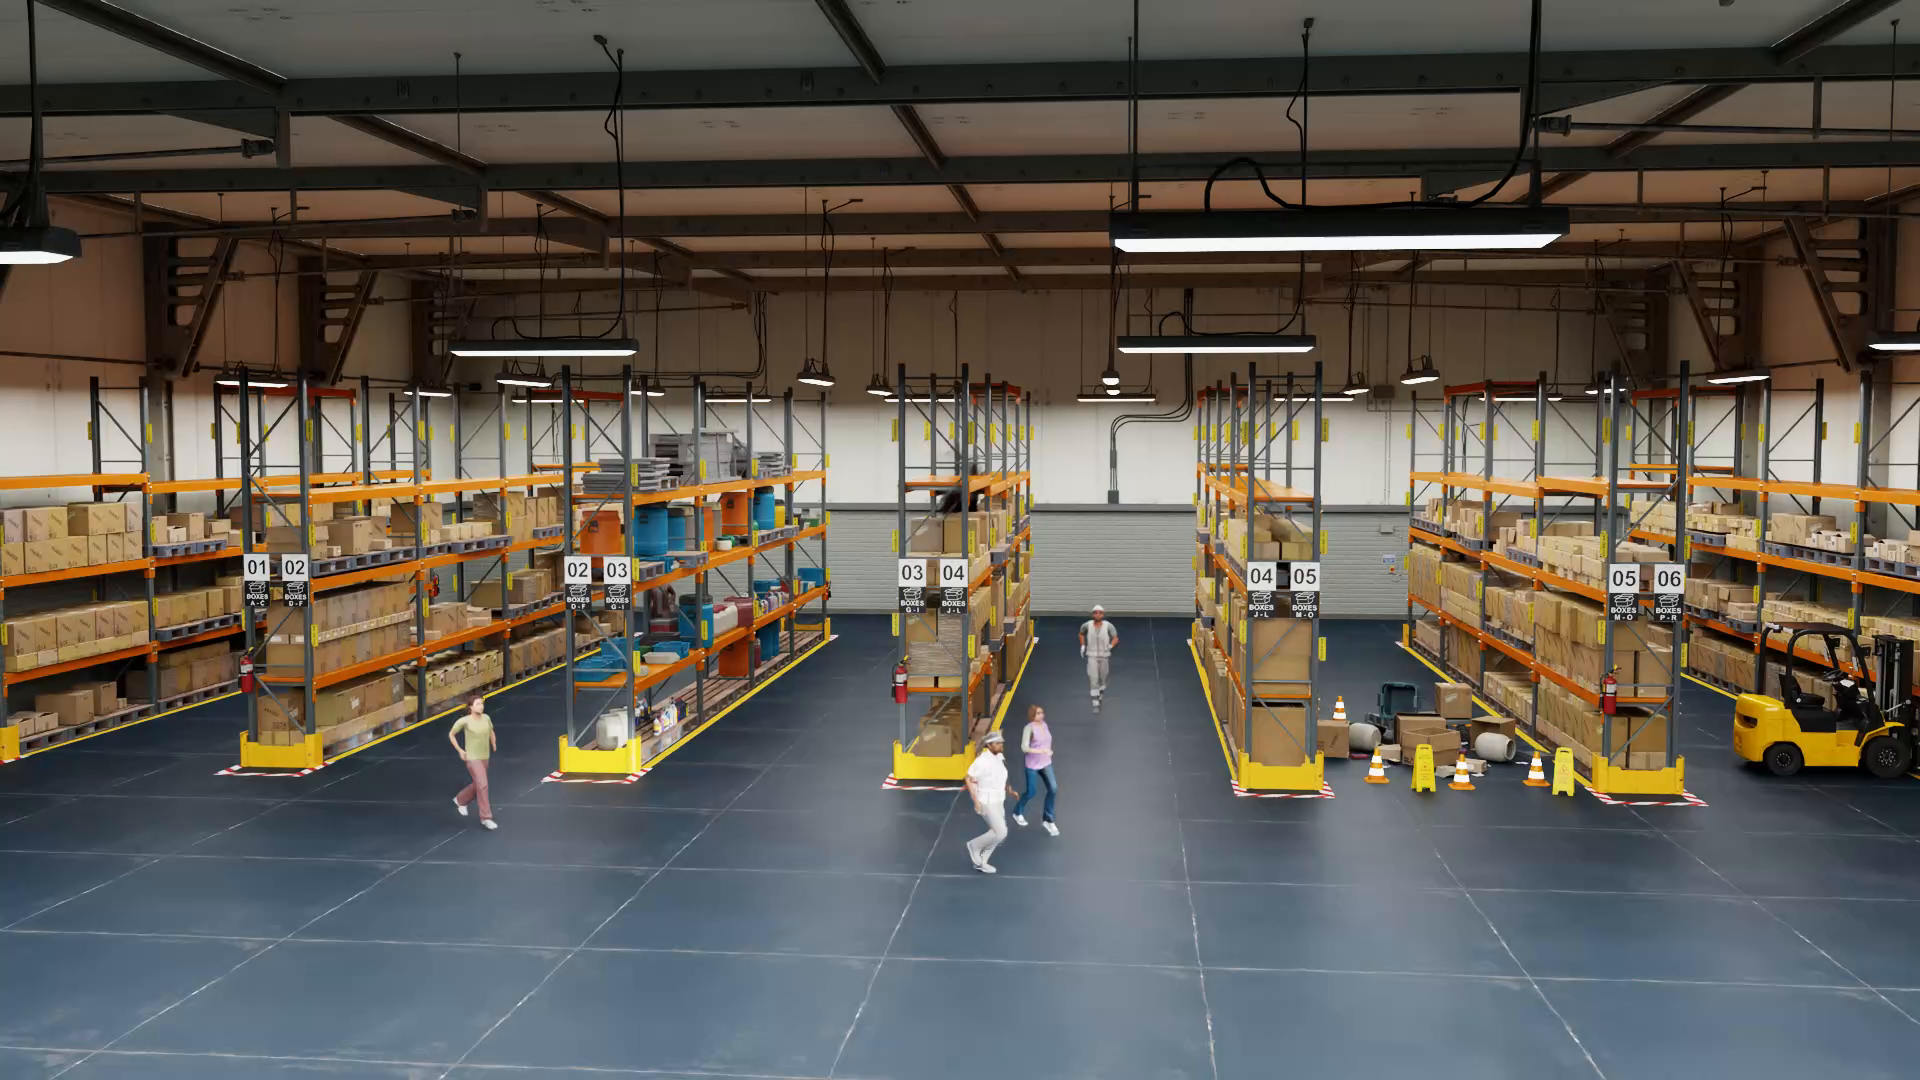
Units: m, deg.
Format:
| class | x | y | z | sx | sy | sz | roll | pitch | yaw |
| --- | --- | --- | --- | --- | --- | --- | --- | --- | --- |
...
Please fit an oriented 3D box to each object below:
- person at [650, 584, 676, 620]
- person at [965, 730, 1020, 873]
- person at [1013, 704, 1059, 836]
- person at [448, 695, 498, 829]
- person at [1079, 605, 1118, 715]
| class | x | y | z | sx | sy | sz | roll | pitch | yaw |
| --- | --- | --- | --- | --- | --- | --- | --- | --- | --- |
| person | -6.865 | 1.671 | 38.099 | 0.697 | 1.779 | 1.044 | 0 | 4 | -5 |
| person | 0.387 | 2.974 | 18.887 | 0.585 | 1.642 | 0.561 | 3 | 4 | 35 |
| person | 0.949 | 2.868 | 20.891 | 0.544 | 1.635 | 0.720 | -3 | 5 | -39 |
| person | -6.210 | 2.809 | 21.287 | 0.894 | 1.673 | 0.587 | 2 | 4 | 34 |
| person | 2.351 | 2.006 | 28.200 | 0.658 | 1.819 | 0.884 | 0 | 4 | 1 |
